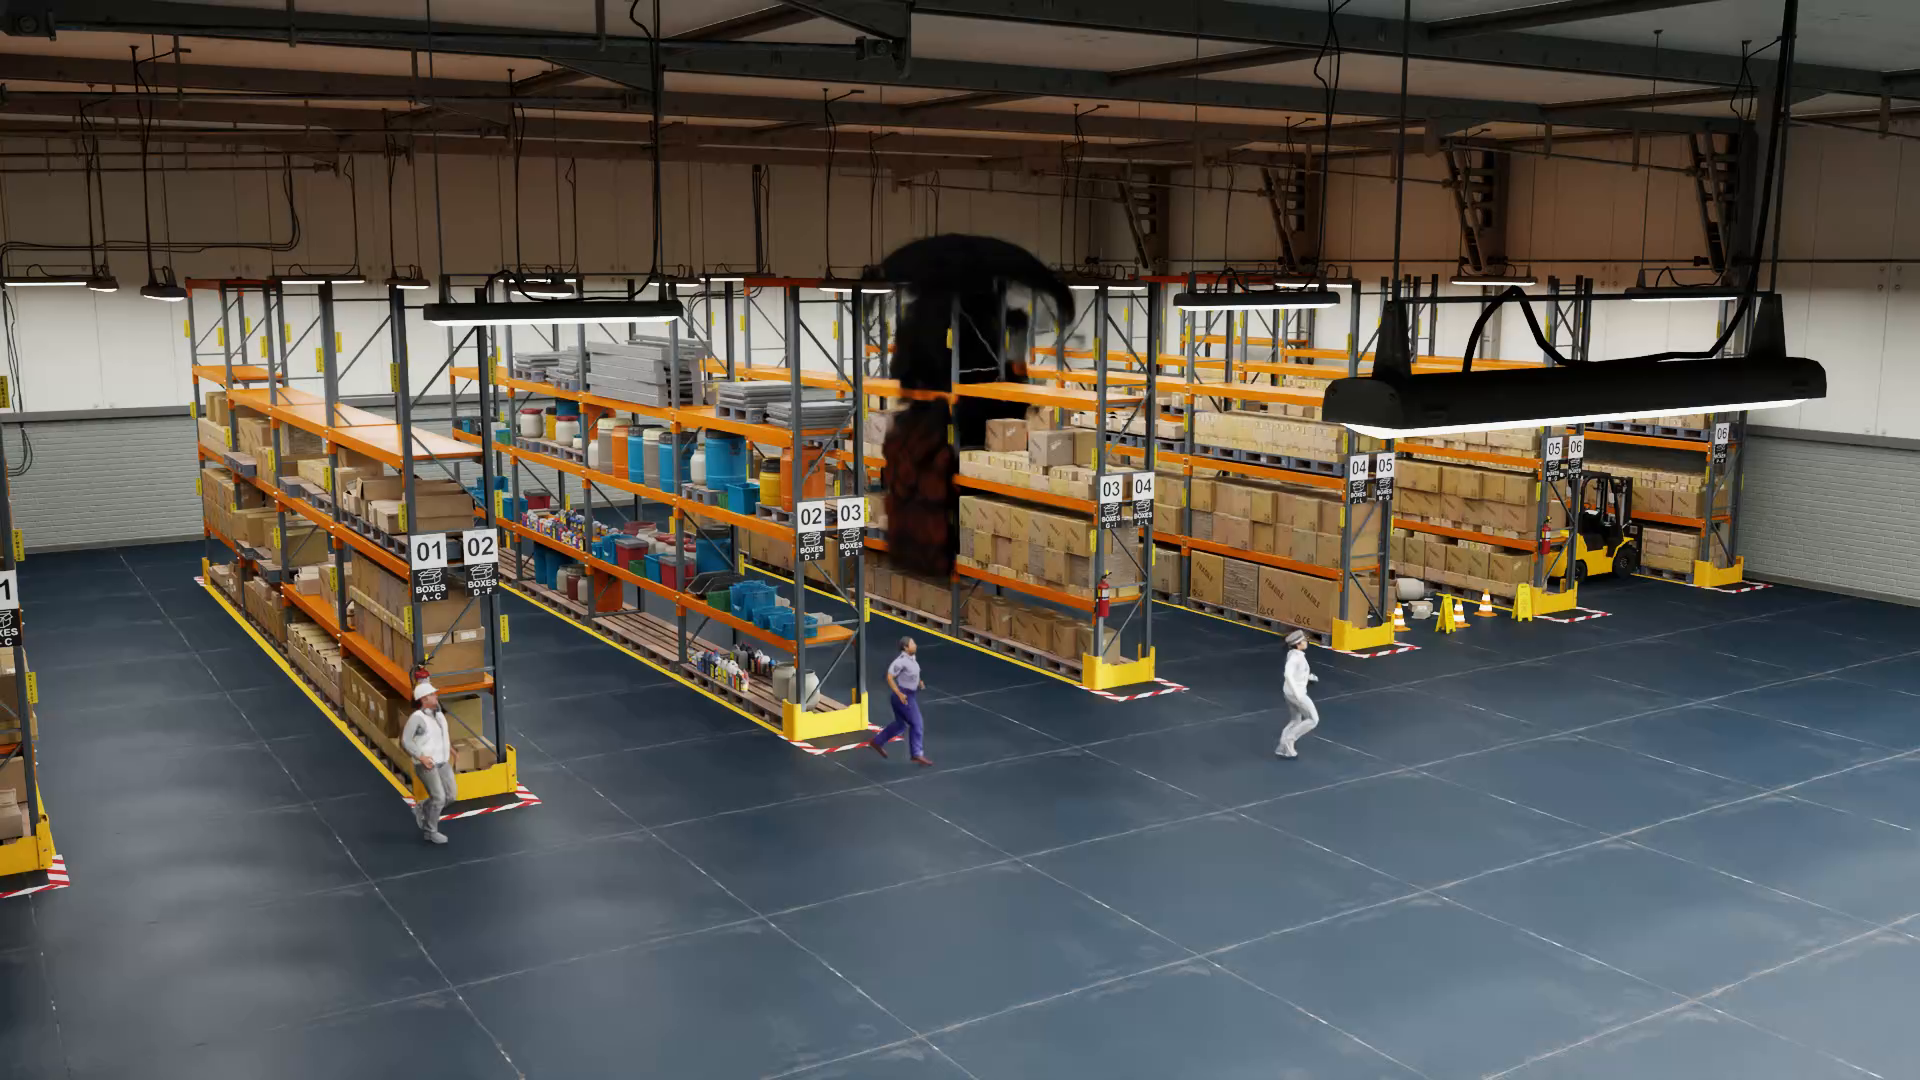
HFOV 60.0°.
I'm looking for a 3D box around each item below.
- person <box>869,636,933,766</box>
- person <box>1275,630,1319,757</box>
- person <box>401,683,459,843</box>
[{"bbox_3d":[-0.747,2.014,21.076,0.835,1.647,0.603,1,10,6],"label":"person"},{"bbox_3d":[4.319,1.962,21.260,0.532,1.666,0.667,0,10,2],"label":"person"},{"bbox_3d":[-5.811,2.444,18.370,0.485,1.732,0.699,3,10,19],"label":"person"}]
